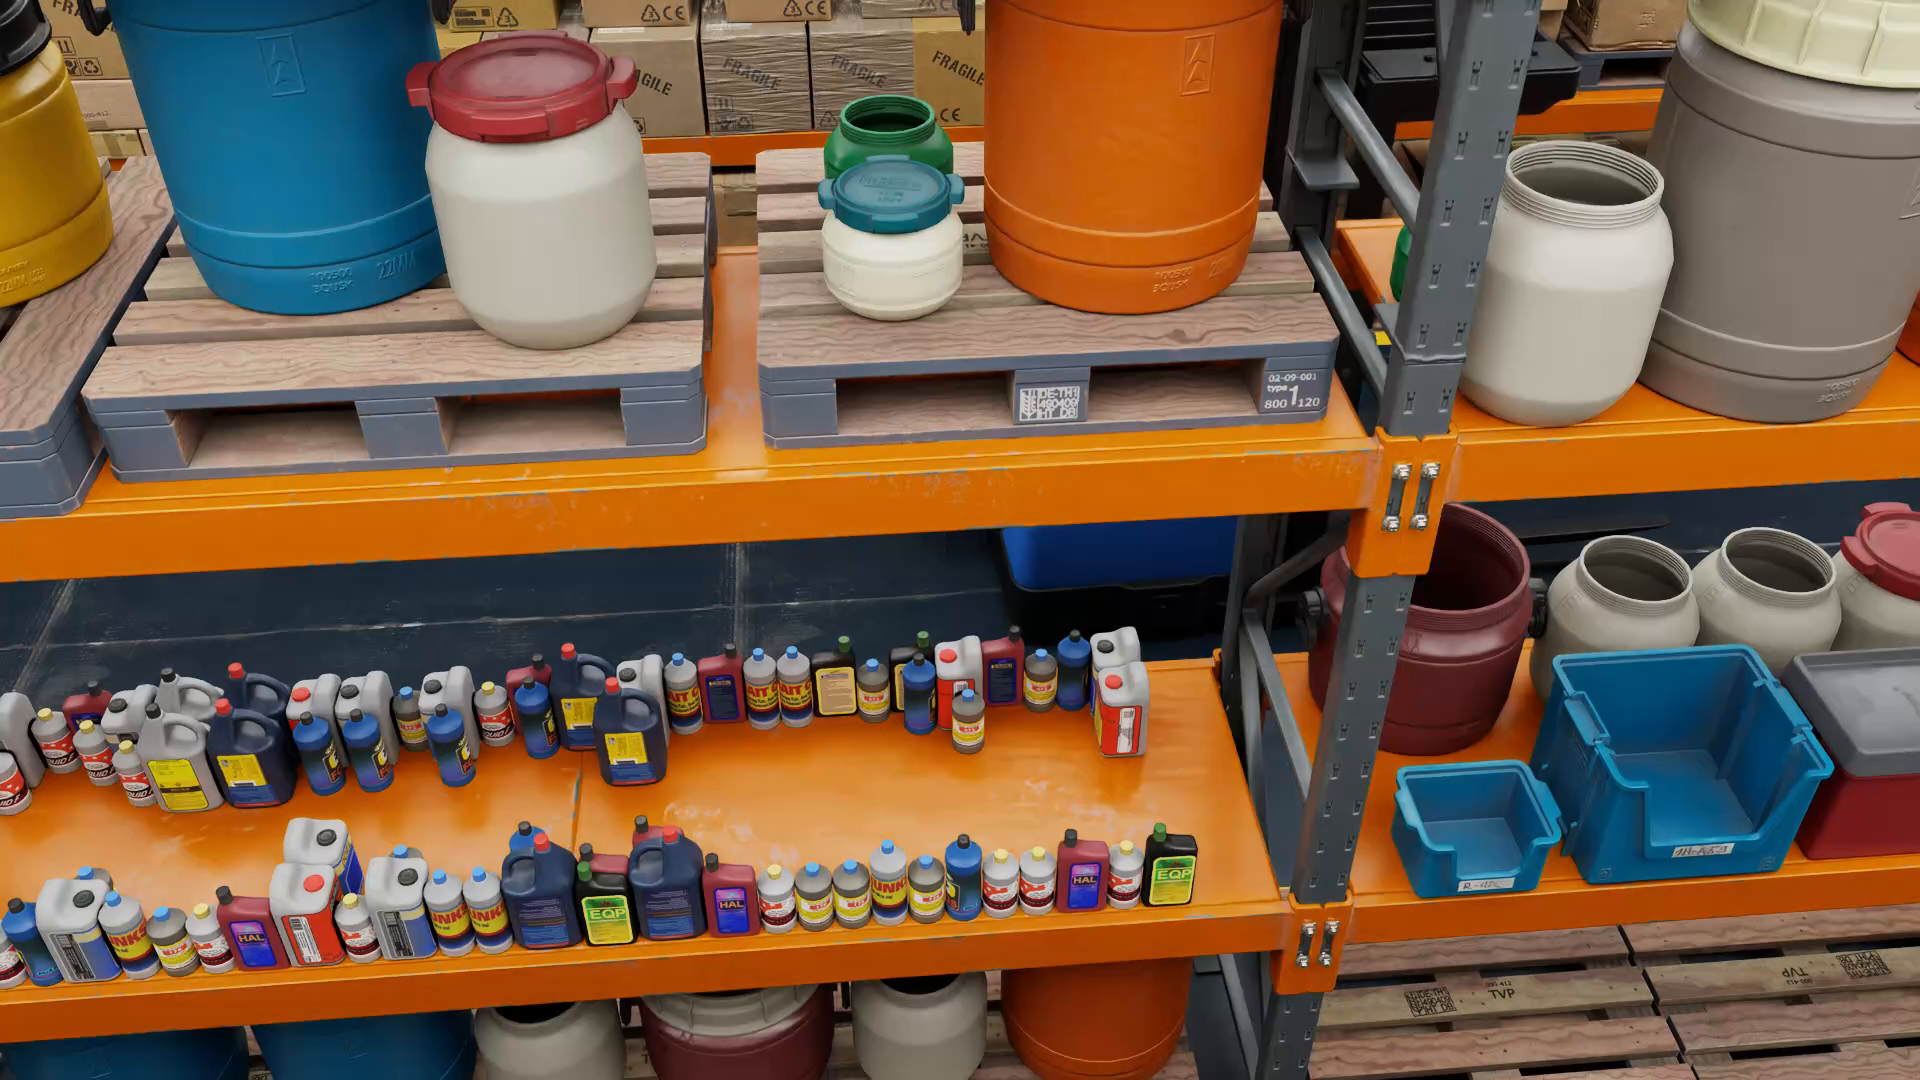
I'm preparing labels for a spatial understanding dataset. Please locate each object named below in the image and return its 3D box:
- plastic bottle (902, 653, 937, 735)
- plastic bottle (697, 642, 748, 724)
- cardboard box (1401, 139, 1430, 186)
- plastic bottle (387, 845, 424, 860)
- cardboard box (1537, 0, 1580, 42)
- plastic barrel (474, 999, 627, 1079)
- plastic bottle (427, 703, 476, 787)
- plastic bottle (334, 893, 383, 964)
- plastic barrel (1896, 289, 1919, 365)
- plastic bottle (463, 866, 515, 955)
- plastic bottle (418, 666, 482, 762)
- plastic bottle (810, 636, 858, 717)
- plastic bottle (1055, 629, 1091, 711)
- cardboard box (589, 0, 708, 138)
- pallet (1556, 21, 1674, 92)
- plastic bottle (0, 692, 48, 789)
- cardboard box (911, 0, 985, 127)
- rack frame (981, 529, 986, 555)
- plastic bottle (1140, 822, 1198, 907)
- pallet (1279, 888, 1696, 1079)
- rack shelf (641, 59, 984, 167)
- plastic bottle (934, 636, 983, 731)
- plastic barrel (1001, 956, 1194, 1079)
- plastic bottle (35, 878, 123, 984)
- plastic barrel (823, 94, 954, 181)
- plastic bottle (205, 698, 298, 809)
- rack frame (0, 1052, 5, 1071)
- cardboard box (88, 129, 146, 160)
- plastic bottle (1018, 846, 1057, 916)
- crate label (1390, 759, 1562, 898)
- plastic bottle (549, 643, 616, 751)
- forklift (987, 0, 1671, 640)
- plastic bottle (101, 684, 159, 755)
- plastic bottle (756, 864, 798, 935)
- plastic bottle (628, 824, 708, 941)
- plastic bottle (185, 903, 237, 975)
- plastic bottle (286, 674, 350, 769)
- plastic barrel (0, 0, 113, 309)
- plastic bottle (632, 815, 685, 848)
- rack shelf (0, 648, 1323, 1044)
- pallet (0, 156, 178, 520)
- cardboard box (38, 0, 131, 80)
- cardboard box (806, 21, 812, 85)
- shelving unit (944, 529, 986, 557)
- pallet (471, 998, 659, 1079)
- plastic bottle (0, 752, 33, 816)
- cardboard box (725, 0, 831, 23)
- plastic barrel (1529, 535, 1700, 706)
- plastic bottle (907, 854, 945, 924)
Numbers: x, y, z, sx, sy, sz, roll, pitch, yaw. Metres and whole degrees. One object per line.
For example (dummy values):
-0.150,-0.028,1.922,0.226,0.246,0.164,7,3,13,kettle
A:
-0.118,0.441,4.873,0.097,0.271,0.097,0,38,0,plastic bottle
-0.700,0.419,4.891,0.133,0.283,0.061,-3,38,-4,plastic bottle
2.813,-1.887,9.383,0.500,0.500,0.700,-6,39,-8,cardboard box
-1.451,0.882,4.371,0.097,0.201,0.097,0,38,0,plastic bottle
2.742,-2.815,8.473,0.637,0.503,0.797,1,38,1,cardboard box
-1.251,1.511,5.082,0.421,0.512,0.421,0,38,0,plastic barrel
-1.445,0.571,4.708,0.097,0.271,0.097,0,38,0,plastic bottle
-1.535,0.981,4.246,0.097,0.201,0.097,0,38,0,plastic bottle
2.403,-0.779,3.548,0.708,0.830,0.600,-3,38,-4,plastic barrel
-1.207,0.935,4.247,0.097,0.271,0.097,0,38,0,plastic bottle
-1.474,0.493,4.803,0.135,0.276,0.152,-3,38,-4,plastic bottle
-0.373,0.401,4.914,0.133,0.283,0.061,-3,38,-4,plastic bottle
0.337,0.378,4.953,0.097,0.271,0.097,0,38,0,plastic bottle
-1.515,-2.320,8.187,0.500,0.500,0.500,-2,38,-3,cardboard box
3.686,-2.734,8.948,1.213,0.211,1.003,-3,38,-4,pallet
-2.706,0.561,4.717,0.135,0.276,0.152,-3,38,-4,plastic bottle
0.006,-2.401,8.291,0.500,0.500,0.500,-2,38,-3,cardboard box
0.106,-0.477,7.386,0.006,1.200,0.240,-3,38,-4,rack frame
0.550,0.845,4.351,0.133,0.283,0.061,-3,38,-4,plastic bottle
1.690,1.590,5.564,1.213,0.211,1.003,-3,38,-4,pallet
-1.516,-2.150,8.634,4.000,0.370,1.077,-3,38,-4,rack shelf
-0.006,0.412,4.906,0.135,0.276,0.152,-3,38,-4,plastic bottle
0.429,1.239,5.172,0.708,0.830,0.600,-3,38,-4,plastic barrel
-2.210,0.972,4.197,0.135,0.276,0.152,-3,38,-4,plastic bottle
-0.161,-0.851,3.772,0.294,0.245,0.294,0,38,0,plastic barrel
-1.986,0.579,4.634,0.185,0.351,0.144,-3,38,-4,plastic bottle
-3.070,0.734,4.399,0.127,3.000,1.000,-3,38,-4,rack frame
-4.040,-1.991,8.054,0.250,0.149,0.380,-2,38,-3,cardboard box
0.203,0.885,4.367,0.097,0.201,0.097,0,38,0,plastic bottle
1.367,0.788,4.465,0.416,0.233,0.303,-3,38,-4,crate label
-1.086,0.440,4.810,0.185,0.351,0.144,-3,38,-4,plastic bottle
1.659,-1.129,6.815,3.031,2.935,1.130,-5,39,-6,forklift
-2.342,0.541,4.743,0.135,0.276,0.152,-3,38,-4,plastic bottle
-0.476,0.923,4.319,0.097,0.201,0.097,0,38,0,plastic bottle
-0.751,0.865,4.272,0.185,0.351,0.144,-3,38,-4,plastic bottle
-1.898,1.001,4.220,0.097,0.201,0.097,0,38,0,plastic bottle
-1.839,0.513,4.778,0.135,0.276,0.152,-3,38,-4,plastic bottle
-2.178,-0.858,3.503,0.600,0.588,0.600,0,38,0,plastic barrel
-0.786,0.829,4.372,0.133,0.283,0.061,-3,38,-4,plastic bottle
-1.077,0.906,4.761,4.000,0.370,1.077,-3,38,-4,rack shelf
-2.297,-0.473,3.659,1.003,0.211,1.213,-3,38,-4,pallet
-3.943,-2.484,7.753,0.500,0.500,0.500,-2,38,-3,cardboard box
-0.546,-2.693,8.660,0.500,0.500,0.500,-4,38,-5,cardboard box
0.014,-0.472,7.379,0.189,1.200,0.258,-3,38,-4,shelving unit
-1.079,1.743,5.371,1.213,0.211,1.003,-3,38,-4,pallet
-2.676,0.666,4.644,0.097,0.201,0.097,0,38,0,plastic bottle
-0.903,-2.911,8.127,0.637,0.503,0.797,-2,38,-3,cardboard box
1.920,0.282,4.881,0.421,0.512,0.421,0,38,0,plastic barrel
-0.088,0.901,4.347,0.097,0.201,0.097,0,38,0,plastic bottle
